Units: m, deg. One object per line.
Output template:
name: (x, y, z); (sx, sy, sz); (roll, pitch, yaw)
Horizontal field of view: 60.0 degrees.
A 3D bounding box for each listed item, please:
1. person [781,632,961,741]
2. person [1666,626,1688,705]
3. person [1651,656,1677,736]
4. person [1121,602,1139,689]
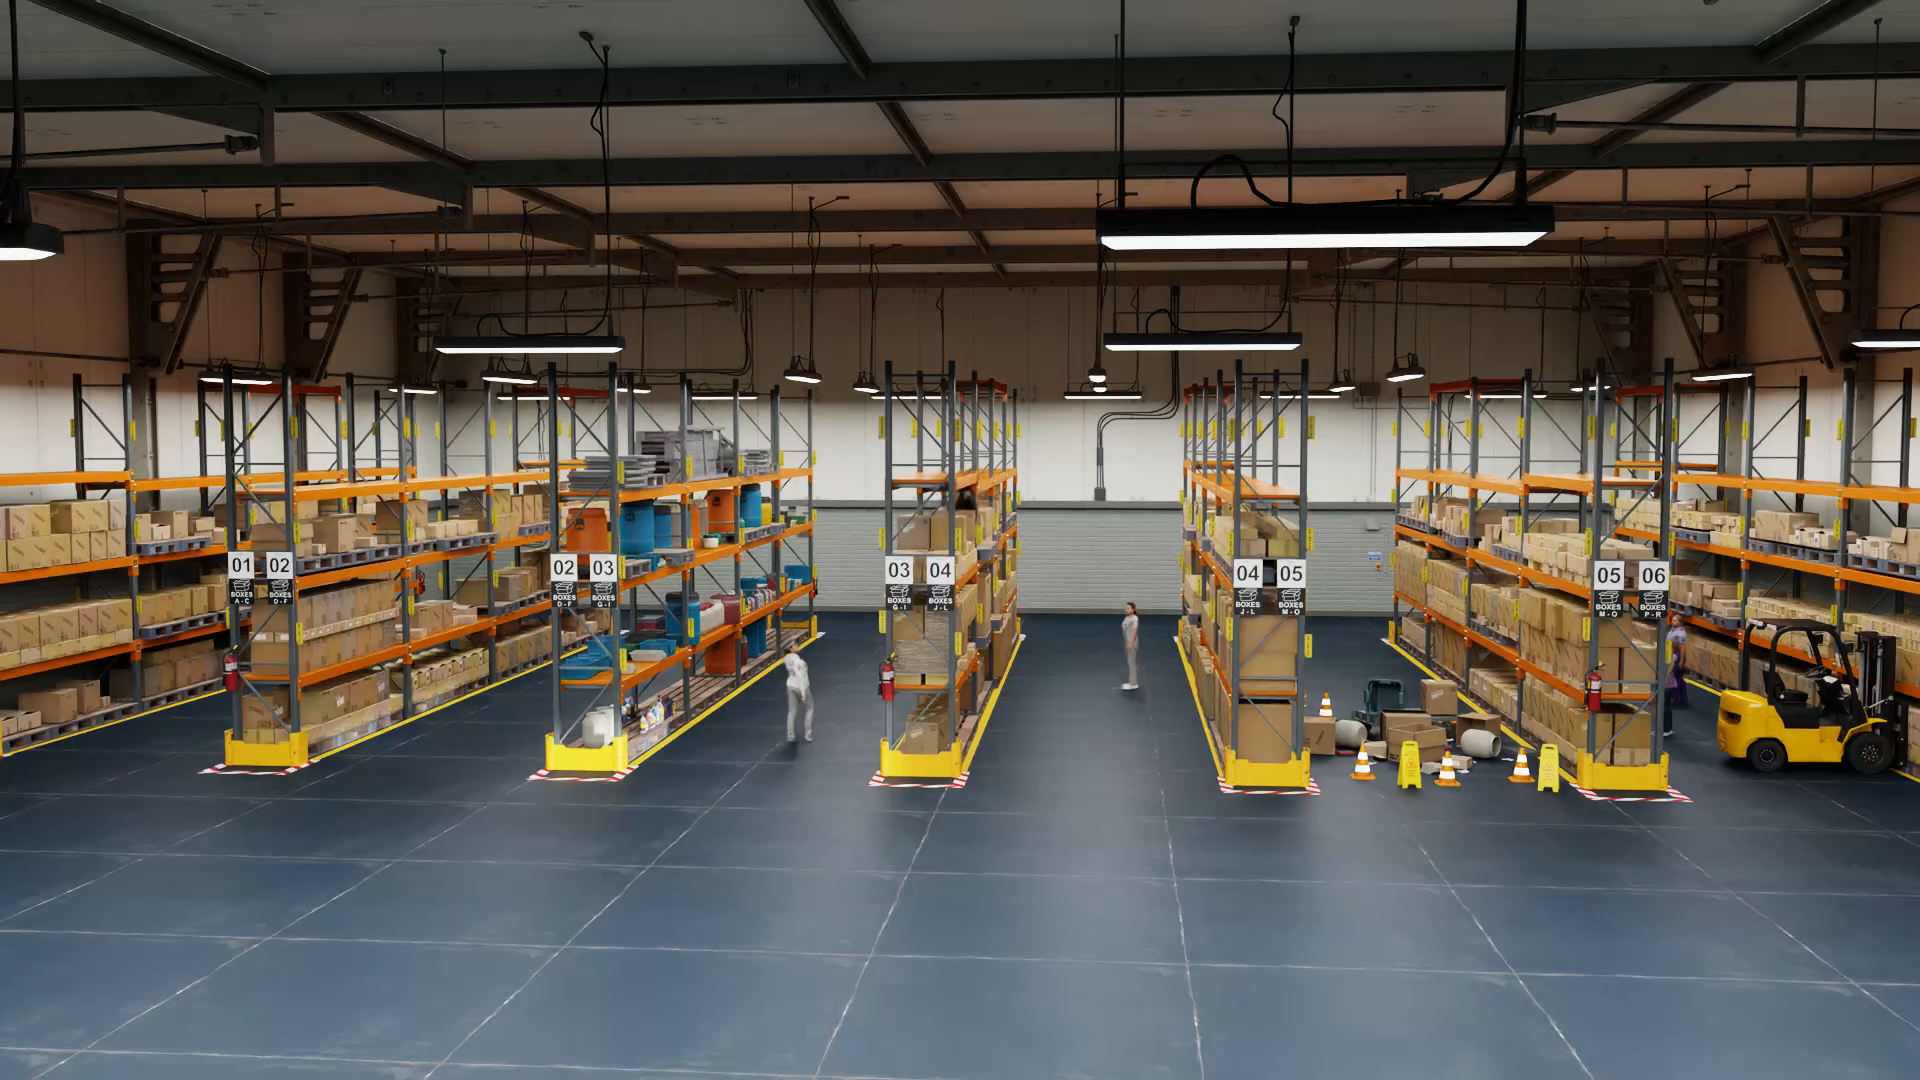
person: (-1.334, 2.304, 25.563); (3.856, 2.141, 1.324); (2, 4, 30)
person: (13.110, 2.290, 30.447); (0.442, 1.447, 0.480); (2, 4, 26)
person: (11.523, 2.557, 27.185); (0.386, 1.374, 0.462); (3, 5, 41)
person: (3.292, 2.041, 32.197); (0.349, 1.674, 0.475); (-1, 4, -12)
